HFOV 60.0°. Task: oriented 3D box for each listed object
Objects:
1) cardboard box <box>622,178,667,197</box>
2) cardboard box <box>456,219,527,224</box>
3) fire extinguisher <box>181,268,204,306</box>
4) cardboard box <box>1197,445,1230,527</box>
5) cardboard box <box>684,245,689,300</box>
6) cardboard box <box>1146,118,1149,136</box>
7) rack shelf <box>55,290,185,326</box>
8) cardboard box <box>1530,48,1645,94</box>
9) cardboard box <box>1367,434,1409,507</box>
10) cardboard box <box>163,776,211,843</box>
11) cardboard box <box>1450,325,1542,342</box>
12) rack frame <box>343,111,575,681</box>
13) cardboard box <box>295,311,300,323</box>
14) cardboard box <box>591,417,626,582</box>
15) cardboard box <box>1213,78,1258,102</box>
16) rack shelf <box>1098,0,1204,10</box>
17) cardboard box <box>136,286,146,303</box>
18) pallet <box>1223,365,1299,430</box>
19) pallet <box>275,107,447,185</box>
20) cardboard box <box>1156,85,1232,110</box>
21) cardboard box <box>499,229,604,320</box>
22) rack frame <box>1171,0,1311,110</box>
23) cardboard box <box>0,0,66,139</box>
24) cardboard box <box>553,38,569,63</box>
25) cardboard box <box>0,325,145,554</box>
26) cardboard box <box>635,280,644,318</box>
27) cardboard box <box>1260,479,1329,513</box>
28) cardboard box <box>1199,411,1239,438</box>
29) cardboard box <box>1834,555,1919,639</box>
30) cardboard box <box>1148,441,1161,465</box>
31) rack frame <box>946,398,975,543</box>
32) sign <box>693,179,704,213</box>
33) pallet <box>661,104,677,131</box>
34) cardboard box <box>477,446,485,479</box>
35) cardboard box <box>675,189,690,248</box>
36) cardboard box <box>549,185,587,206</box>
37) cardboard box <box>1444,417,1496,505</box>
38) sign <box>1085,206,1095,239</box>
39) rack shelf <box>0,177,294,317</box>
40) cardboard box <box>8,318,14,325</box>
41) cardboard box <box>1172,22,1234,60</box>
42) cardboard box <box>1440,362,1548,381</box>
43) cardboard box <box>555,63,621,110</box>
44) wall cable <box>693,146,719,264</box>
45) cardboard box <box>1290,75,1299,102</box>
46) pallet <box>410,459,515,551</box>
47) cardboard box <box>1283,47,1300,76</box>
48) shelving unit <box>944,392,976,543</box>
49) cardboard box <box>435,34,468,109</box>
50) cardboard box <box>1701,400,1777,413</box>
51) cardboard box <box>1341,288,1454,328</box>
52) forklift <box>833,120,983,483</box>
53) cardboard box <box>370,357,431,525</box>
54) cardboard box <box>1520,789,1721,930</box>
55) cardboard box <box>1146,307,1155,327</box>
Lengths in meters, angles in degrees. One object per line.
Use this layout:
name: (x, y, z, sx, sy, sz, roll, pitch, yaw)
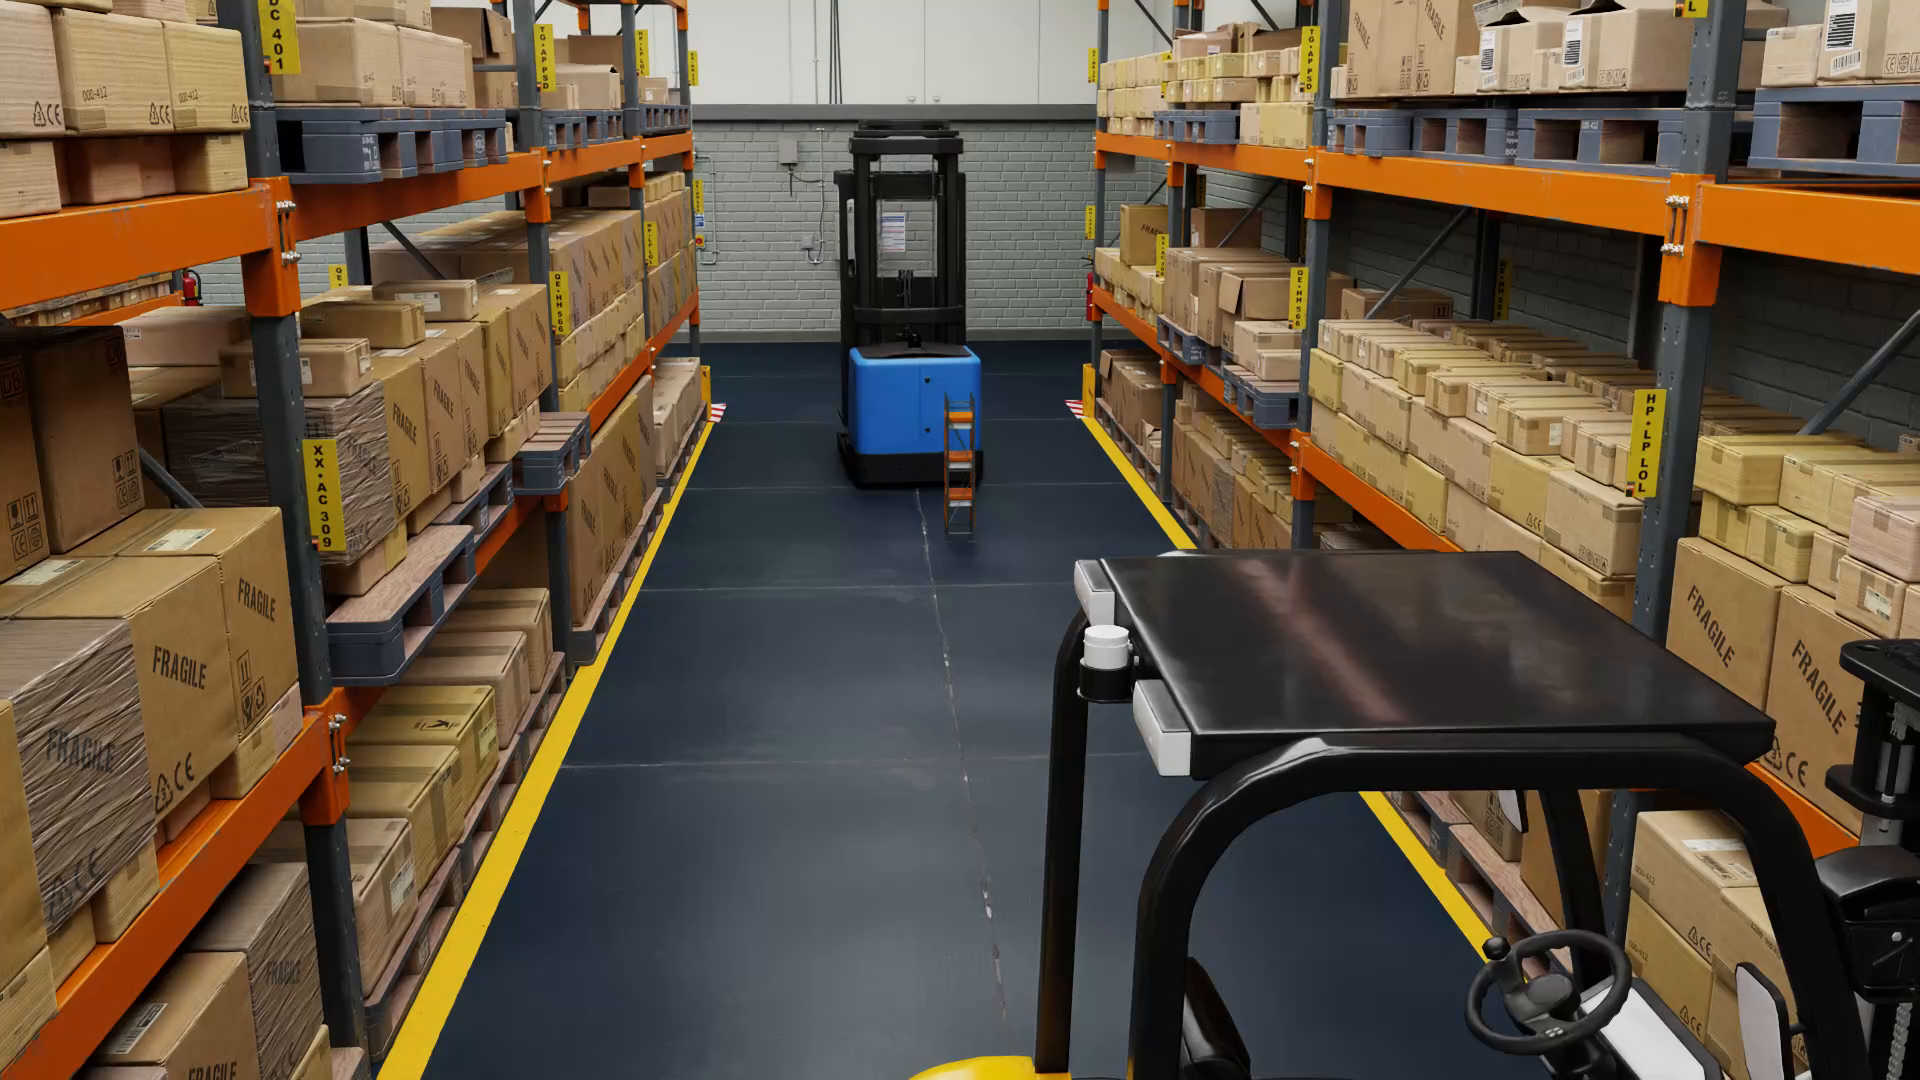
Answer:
cardboard box: (-2.698, -2.996, 14.140, 0.380, 0.149, 0.250, -1, 14, -3)
cardboard box: (-3.034, -1.855, 11.009, 0.500, 0.500, 0.500, -1, 14, -5)
fire extinguisher: (-7.599, -2.432, 16.363, 0.296, 0.674, 0.183, -1, 14, -3)
cardboard box: (1.967, -0.377, 11.647, 0.500, 0.500, 0.500, -1, 14, -5)
cardboard box: (-2.800, -2.489, 15.482, 0.500, 0.500, 0.500, -1, 14, -5)
cardboard box: (1.757, -3.437, 13.848, 0.380, 0.149, 0.250, 0, 14, -2)
rack shelf: (-7.920, -1.735, 14.192, 1.077, 0.370, 4.000, -1, 14, -3)
cardboard box: (2.216, -1.627, 5.770, 0.380, 0.149, 0.250, -1, 14, -4)
cardboard box: (2.189, -0.330, 7.590, 0.500, 0.250, 0.500, -1, 14, -5)
cardboard box: (-2.081, 0.627, 4.073, 0.380, 0.149, 0.250, -1, 14, -3)
cardboard box: (2.690, -0.991, 8.357, 0.380, 0.149, 0.250, -1, 14, -2)
rack frame: (-2.614, -0.692, 8.698, 1.000, 3.000, 0.127, -1, 14, -3)
cardboard box: (-2.738, -0.711, 7.131, 0.500, 0.500, 0.500, -1, 14, -2)
cardboard box: (-2.625, -0.262, 10.445, 0.875, 0.875, 0.875, -1, 14, -3)
cardboard box: (1.834, -2.885, 10.661, 0.380, 0.149, 0.250, -1, 14, -2)
rack shelf: (1.968, -4.818, 14.141, 1.077, 0.370, 4.000, -1, 14, -3)
cardboard box: (-7.733, -2.258, 15.285, 0.380, 0.149, 0.250, -1, 14, -4)
pallet: (2.228, -0.845, 9.674, 1.213, 0.211, 1.003, -1, 14, -3)
pallet: (-2.298, -1.215, 5.084, 1.213, 0.211, 1.003, -1, 14, -3)
cardboard box: (1.812, -3.405, 12.925, 0.500, 0.250, 0.500, -1, 14, -3)
cardboard box: (-2.458, -1.604, 10.032, 0.500, 0.500, 0.500, 0, 14, -2)
rack frame: (2.092, -4.670, 12.118, 1.000, 3.000, 0.127, -1, 14, -3)
cardboard box: (-2.021, -0.863, 3.046, 0.500, 0.250, 0.500, -1, 14, -4)
cardboard box: (-2.978, -3.777, 13.414, 0.797, 0.503, 0.637, 0, 14, 1)
cardboard box: (-2.555, -0.262, 4.219, 0.700, 0.500, 0.500, -1, 14, -4)
cardboard box: (-2.592, -1.751, 12.109, 0.500, 0.250, 0.500, -1, 14, -3)
cardboard box: (2.009, -0.263, 9.902, 0.380, 0.149, 0.250, -2, 15, -6)
cardboard box: (1.970, -0.847, 12.171, 0.380, 0.149, 0.250, -2, 15, -6)
cardboard box: (2.348, 0.137, 3.972, 0.380, 0.149, 0.250, -1, 14, -2)
cardboard box: (1.764, -0.721, 13.689, 0.380, 0.149, 0.250, -1, 14, -5)
rack frame: (0.004, -0.491, 11.829, 0.200, 1.050, 0.008, -1, 14, -3)
sign: (-2.567, -3.362, 16.276, 0.100, 0.325, 0.005, -1, 14, -3)
pallet: (-2.975, -3.603, 14.169, 1.003, 0.211, 1.213, -1, 14, -3)
cardboard box: (-2.184, -0.312, 6.881, 0.380, 0.149, 0.250, -1, 14, -5)
cardboard box: (-2.780, -2.969, 15.338, 0.500, 0.500, 0.500, -1, 14, -3)
cardboard box: (-3.107, -2.673, 12.886, 0.380, 0.149, 0.250, -1, 14, -2)
cardboard box: (2.237, -0.318, 6.540, 0.500, 0.250, 0.500, -1, 14, -2)
sign: (1.303, -3.170, 16.591, 0.100, 0.325, 0.005, -1, 14, -3)
rack shelf: (-2.242, -0.304, 2.614, 1.077, 0.370, 4.000, -1, 14, -3)
cardboard box: (-7.646, -1.668, 12.994, 0.380, 0.149, 0.250, -2, 15, -6)
cardboard box: (1.762, -3.612, 12.057, 0.396, 0.266, 0.258, -1, 14, -4)
cardboard box: (2.269, -0.665, 7.088, 0.380, 0.149, 0.250, -1, 14, -3)
cardboard box: (-2.598, -3.084, 11.310, 0.500, 0.311, 0.500, -1, 14, -3)
wall cable: (-3.482, -4.591, 21.749, 0.585, 1.953, 0.123, -1, 14, -3)
cardboard box: (2.090, -2.558, 9.430, 0.380, 0.149, 0.250, -1, 14, -2)
pallet: (-2.451, -0.108, 6.811, 1.003, 0.211, 1.213, -1, 14, -3)
cardboard box: (2.045, -2.700, 9.386, 0.380, 0.149, 0.250, -1, 14, -5)
shelving unit: (-0.003, -0.522, 11.947, 0.215, 1.050, 0.252, -1, 14, -3)
cardboard box: (-2.088, -1.684, 5.988, 0.500, 0.250, 0.500, -1, 14, -4)
cardboard box: (2.765, -0.421, 6.142, 0.380, 0.149, 0.250, -1, 14, -4)
cardboard box: (2.464, -1.152, 9.441, 0.500, 0.500, 0.500, 0, 14, -1)
forklift: (-0.528, -2.199, 14.690, 1.130, 2.935, 3.031, -2, 15, -8)
cardboard box: (-2.141, -0.339, 5.684, 0.500, 0.500, 0.500, -1, 14, -3)
cardboard box: (2.544, 1.042, 5.880, 0.875, 0.625, 0.625, 0, 14, -1)
cardboard box: (1.742, -1.847, 13.690, 0.380, 0.149, 0.250, -1, 14, -2)
